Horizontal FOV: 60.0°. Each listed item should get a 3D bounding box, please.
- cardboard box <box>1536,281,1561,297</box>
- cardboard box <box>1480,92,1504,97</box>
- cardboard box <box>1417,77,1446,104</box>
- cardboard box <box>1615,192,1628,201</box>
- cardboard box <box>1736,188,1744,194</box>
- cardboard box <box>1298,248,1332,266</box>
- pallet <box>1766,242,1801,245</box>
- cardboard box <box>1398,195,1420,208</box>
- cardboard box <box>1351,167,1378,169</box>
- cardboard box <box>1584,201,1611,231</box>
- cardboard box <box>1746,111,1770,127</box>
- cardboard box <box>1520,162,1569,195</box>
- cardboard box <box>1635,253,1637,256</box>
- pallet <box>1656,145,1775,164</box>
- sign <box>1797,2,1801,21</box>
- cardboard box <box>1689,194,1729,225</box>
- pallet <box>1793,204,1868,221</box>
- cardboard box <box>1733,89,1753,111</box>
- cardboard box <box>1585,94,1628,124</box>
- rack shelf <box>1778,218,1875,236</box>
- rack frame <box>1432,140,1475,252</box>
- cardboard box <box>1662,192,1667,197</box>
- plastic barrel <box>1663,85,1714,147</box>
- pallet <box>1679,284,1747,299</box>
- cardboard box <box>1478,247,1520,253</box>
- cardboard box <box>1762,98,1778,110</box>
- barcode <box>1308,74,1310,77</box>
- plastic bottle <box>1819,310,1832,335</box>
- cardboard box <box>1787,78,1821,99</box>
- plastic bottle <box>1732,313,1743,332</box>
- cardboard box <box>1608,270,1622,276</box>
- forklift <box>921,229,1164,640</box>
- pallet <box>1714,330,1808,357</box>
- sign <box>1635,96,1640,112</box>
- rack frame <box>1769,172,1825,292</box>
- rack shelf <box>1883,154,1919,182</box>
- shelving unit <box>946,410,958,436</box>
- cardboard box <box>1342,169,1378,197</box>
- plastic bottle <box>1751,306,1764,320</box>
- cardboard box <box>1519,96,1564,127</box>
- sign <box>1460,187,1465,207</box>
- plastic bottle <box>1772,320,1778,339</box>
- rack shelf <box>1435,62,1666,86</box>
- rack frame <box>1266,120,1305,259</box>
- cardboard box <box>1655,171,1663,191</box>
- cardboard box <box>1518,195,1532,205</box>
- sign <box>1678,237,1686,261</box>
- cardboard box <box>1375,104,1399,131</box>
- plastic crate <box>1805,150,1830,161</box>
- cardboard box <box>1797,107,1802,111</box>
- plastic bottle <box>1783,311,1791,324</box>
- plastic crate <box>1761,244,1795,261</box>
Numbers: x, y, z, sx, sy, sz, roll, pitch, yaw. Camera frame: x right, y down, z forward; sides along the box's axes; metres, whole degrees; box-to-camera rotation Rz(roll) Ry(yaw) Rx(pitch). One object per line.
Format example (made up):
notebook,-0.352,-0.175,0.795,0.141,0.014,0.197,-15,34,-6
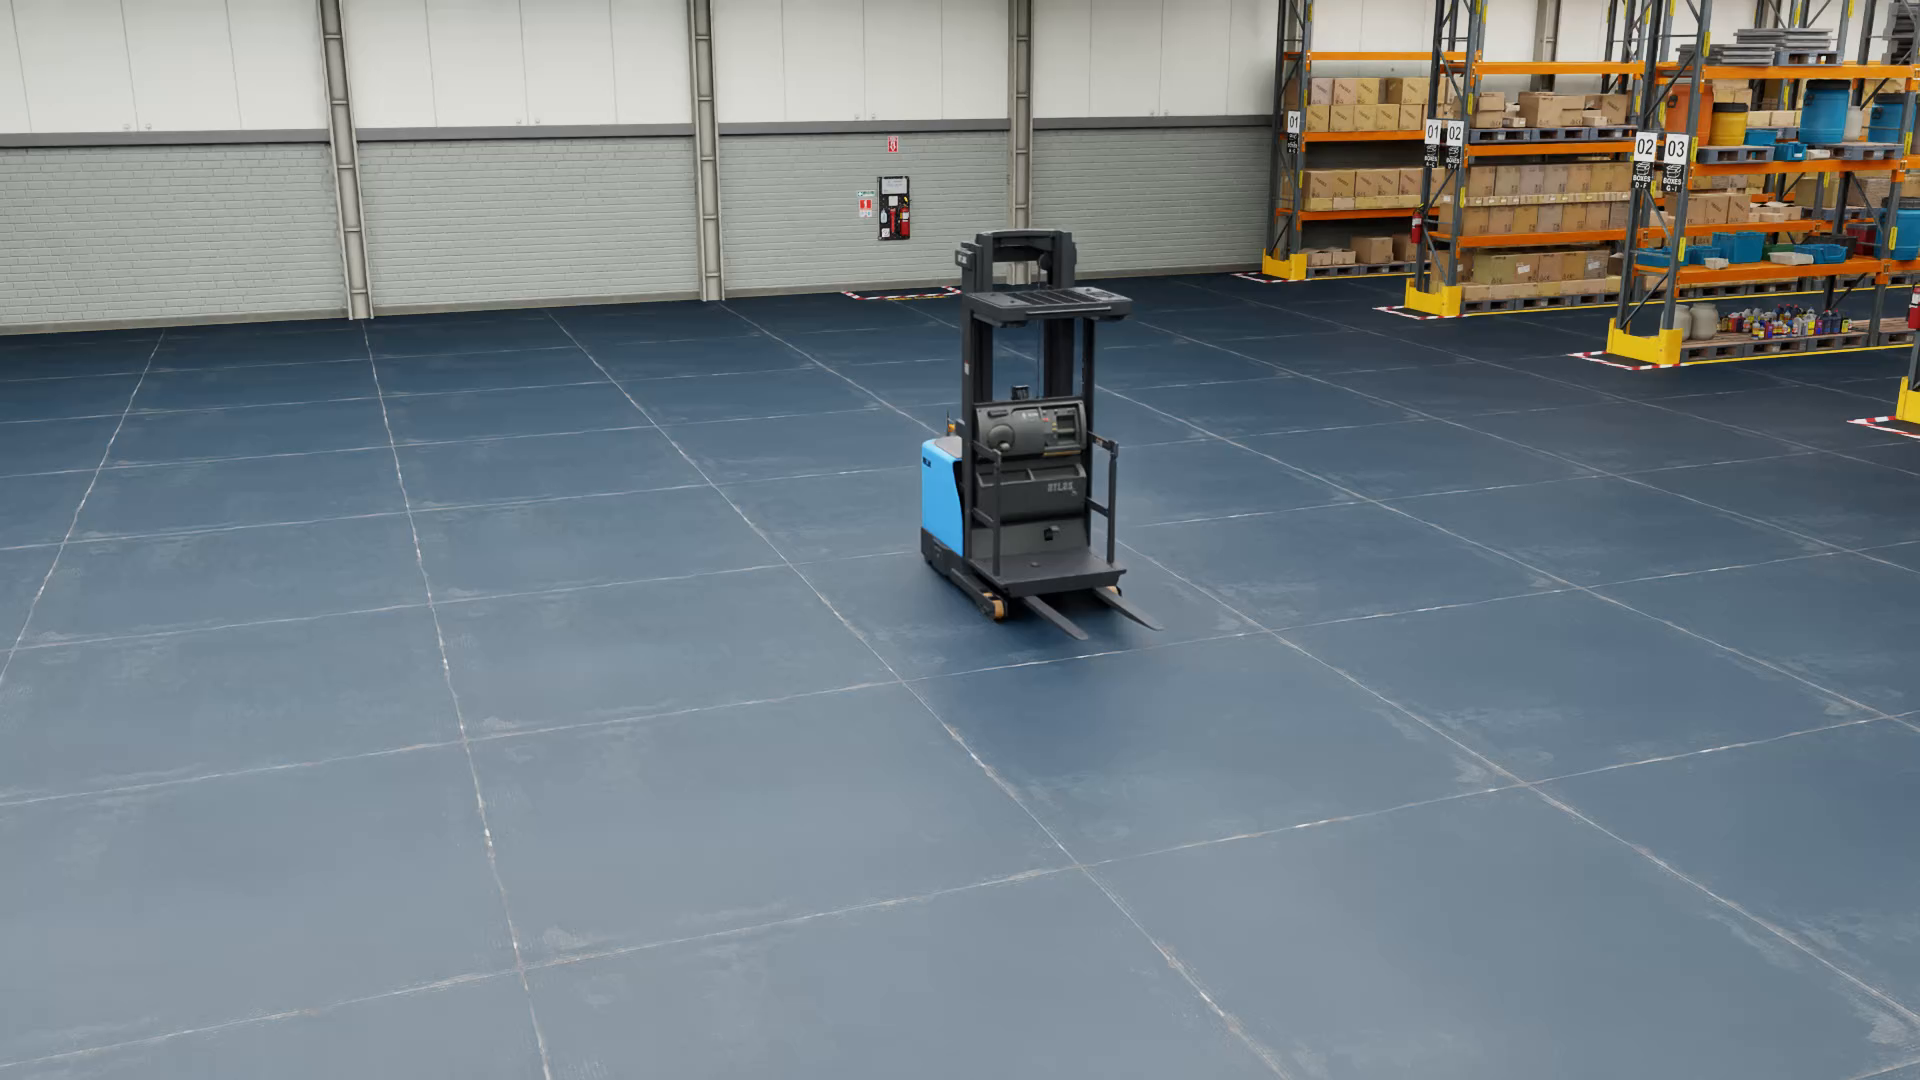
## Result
cardboard box,10.144,-4.422,29.118,0.500,0.250,0.500,-6,17,-20
cardboard box,10.661,-8.822,33.722,0.500,0.500,0.500,-4,17,-12
cardboard box,9.240,-8.896,32.908,0.500,0.500,0.500,-5,17,-17
cardboard box,11.489,-6.047,29.191,0.250,0.149,0.380,-7,18,-21
cardboard box,16.893,-7.641,36.355,0.250,0.149,0.380,-6,17,-18
cardboard box,7.065,-5.663,33.202,0.500,0.311,0.500,-8,18,-26
pallet,18.330,-6.624,37.432,1.213,0.211,1.003,-6,17,-20
cardboard box,8.856,-6.807,33.336,0.500,0.250,0.500,-6,17,-20
cardboard box,8.176,-7.249,33.512,0.500,0.500,0.500,-6,17,-19
cardboard box,10.996,-5.743,29.306,0.500,0.500,0.700,-6,18,-21
cardboard box,14.208,-7.596,29.989,0.500,0.250,0.500,-7,18,-21
cardboard box,10.080,-6.269,28.793,0.500,0.500,0.700,-6,17,-20
cardboard box,12.657,-5.118,30.494,0.500,0.311,0.500,-6,17,-19
pallet,10.739,-5.496,23.653,1.213,0.211,1.003,-6,17,-20
sign,15.430,-9.706,30.533,0.005,0.325,0.100,-6,17,-20
cardboard box,13.580,-6.021,30.253,0.500,0.500,0.500,-6,17,-20
pallet,16.241,-6.194,31.361,1.003,0.211,1.213,-6,17,-20
cardboard box,16.731,-9.544,36.146,0.500,0.500,0.700,-7,18,-23
cardboard box,11.333,-7.571,29.213,0.500,0.500,0.500,-5,17,-16
rack shelf,17.501,-6.056,31.826,4.000,0.370,1.077,-6,17,-20
rack frame,10.122,-7.099,34.102,0.127,3.000,1.000,-6,17,-20
cardboard box,14.955,-7.449,35.704,0.250,0.149,0.380,-6,18,-21
plastic barrel,10.340,-6.019,23.591,0.708,0.830,0.600,-6,17,-20
pallet,13.713,-4.667,30.768,1.213,0.211,1.003,-6,17,-20
cardboard box,9.485,-4.872,29.321,0.500,0.500,0.500,-6,17,-20
cardboard box,18.147,-9.653,36.819,0.500,0.250,0.500,-6,17,-20
barcode,6.871,-9.154,32.758,0.075,0.075,0.001,-6,17,-20
plastic bottle,12.989,-3.273,24.992,0.185,0.351,0.144,-7,18,-23
cardboard box,18.358,-9.881,36.262,0.500,0.500,0.500,-6,18,-21
plastic bottle,11.773,-3.288,25.163,0.133,0.283,0.061,-6,17,-20
cardboard box,12.181,-4.797,30.395,0.500,0.250,0.500,-6,18,-21
forklift,0.651,-0.904,13.127,1.130,2.935,3.031,-6,17,-20
pallet,11.884,-2.974,25.003,1.213,0.211,1.003,-6,17,-20
sign,14.049,-9.047,34.493,0.005,0.325,0.100,-6,17,-20
rack frame,15.633,-6.200,31.038,0.127,3.000,1.000,-6,17,-20
rack shelf,15.534,-5.788,25.591,4.000,0.370,1.077,-6,17,-20
shelving unit,0.155,-0.592,15.138,0.503,1.200,0.258,-6,17,-20
cardboard box,7.890,-7.060,32.868,0.500,0.500,0.500,-7,18,-22
plastic bottle,12.191,-3.399,25.421,0.185,0.351,0.144,-6,18,-21
cardboard box,9.811,-7.244,28.101,0.500,0.500,0.500,-6,17,-20
sign,8.356,-5.700,27.659,0.005,0.325,0.100,-6,17,-20
plastic bottle,12.056,-3.127,24.636,0.097,0.271,0.097,0,16,0
rack shelf,10.030,-7.936,28.291,4.000,0.370,1.077,-6,17,-20
rack frame,6.387,-6.696,32.729,0.127,3.000,1.000,-6,17,-20
cardboard box,14.894,-7.735,35.525,0.500,0.500,0.500,-6,17,-18
cardboard box,9.570,-5.840,28.484,0.250,0.149,0.380,-7,18,-22
sign,10.124,-4.077,23.319,0.005,0.325,0.100,-6,17,-20
cardboard box,8.279,-8.319,32.717,0.500,0.500,0.500,-5,17,-17
plastic crate,12.313,-5.537,23.927,0.396,0.136,0.243,-6,17,-20
cardboard box,16.028,-7.740,30.781,0.500,0.500,0.910,-6,17,-20
plastic bottle,12.672,-3.376,25.485,0.097,0.271,0.097,0,16,0
plastic crate,12.298,-4.329,25.042,0.662,0.188,0.450,-6,17,-20
